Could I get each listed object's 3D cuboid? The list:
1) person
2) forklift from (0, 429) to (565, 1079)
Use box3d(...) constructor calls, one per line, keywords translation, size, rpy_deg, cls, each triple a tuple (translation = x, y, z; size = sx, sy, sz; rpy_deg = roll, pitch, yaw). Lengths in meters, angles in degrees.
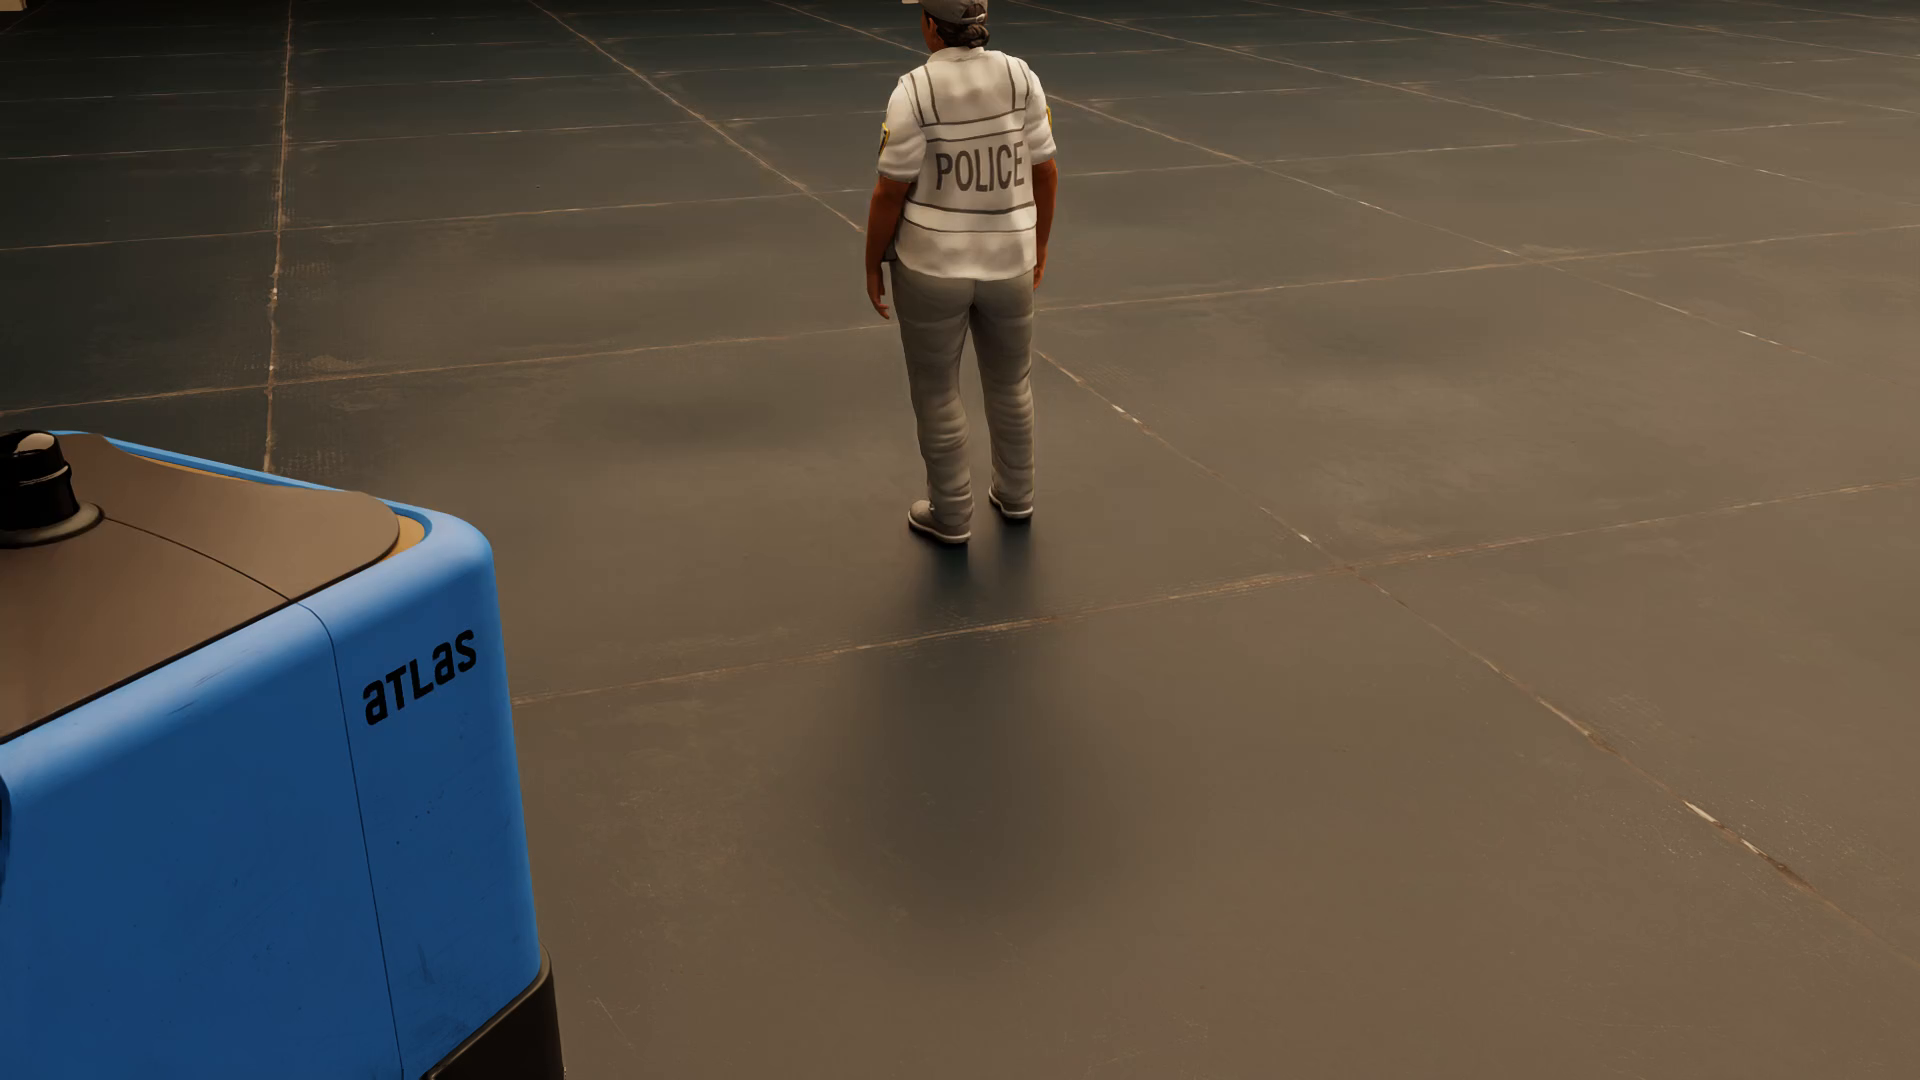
box3d(translation=(-0.005, -0.807, 4.827), size=(0.598, 1.670, 0.529), rpy_deg=(-8, 24, -18), cls="person")
box3d(translation=(-1.774, 0.033, 1.219), size=(1.130, 2.935, 3.031), rpy_deg=(11, 25, 25), cls="forklift")
